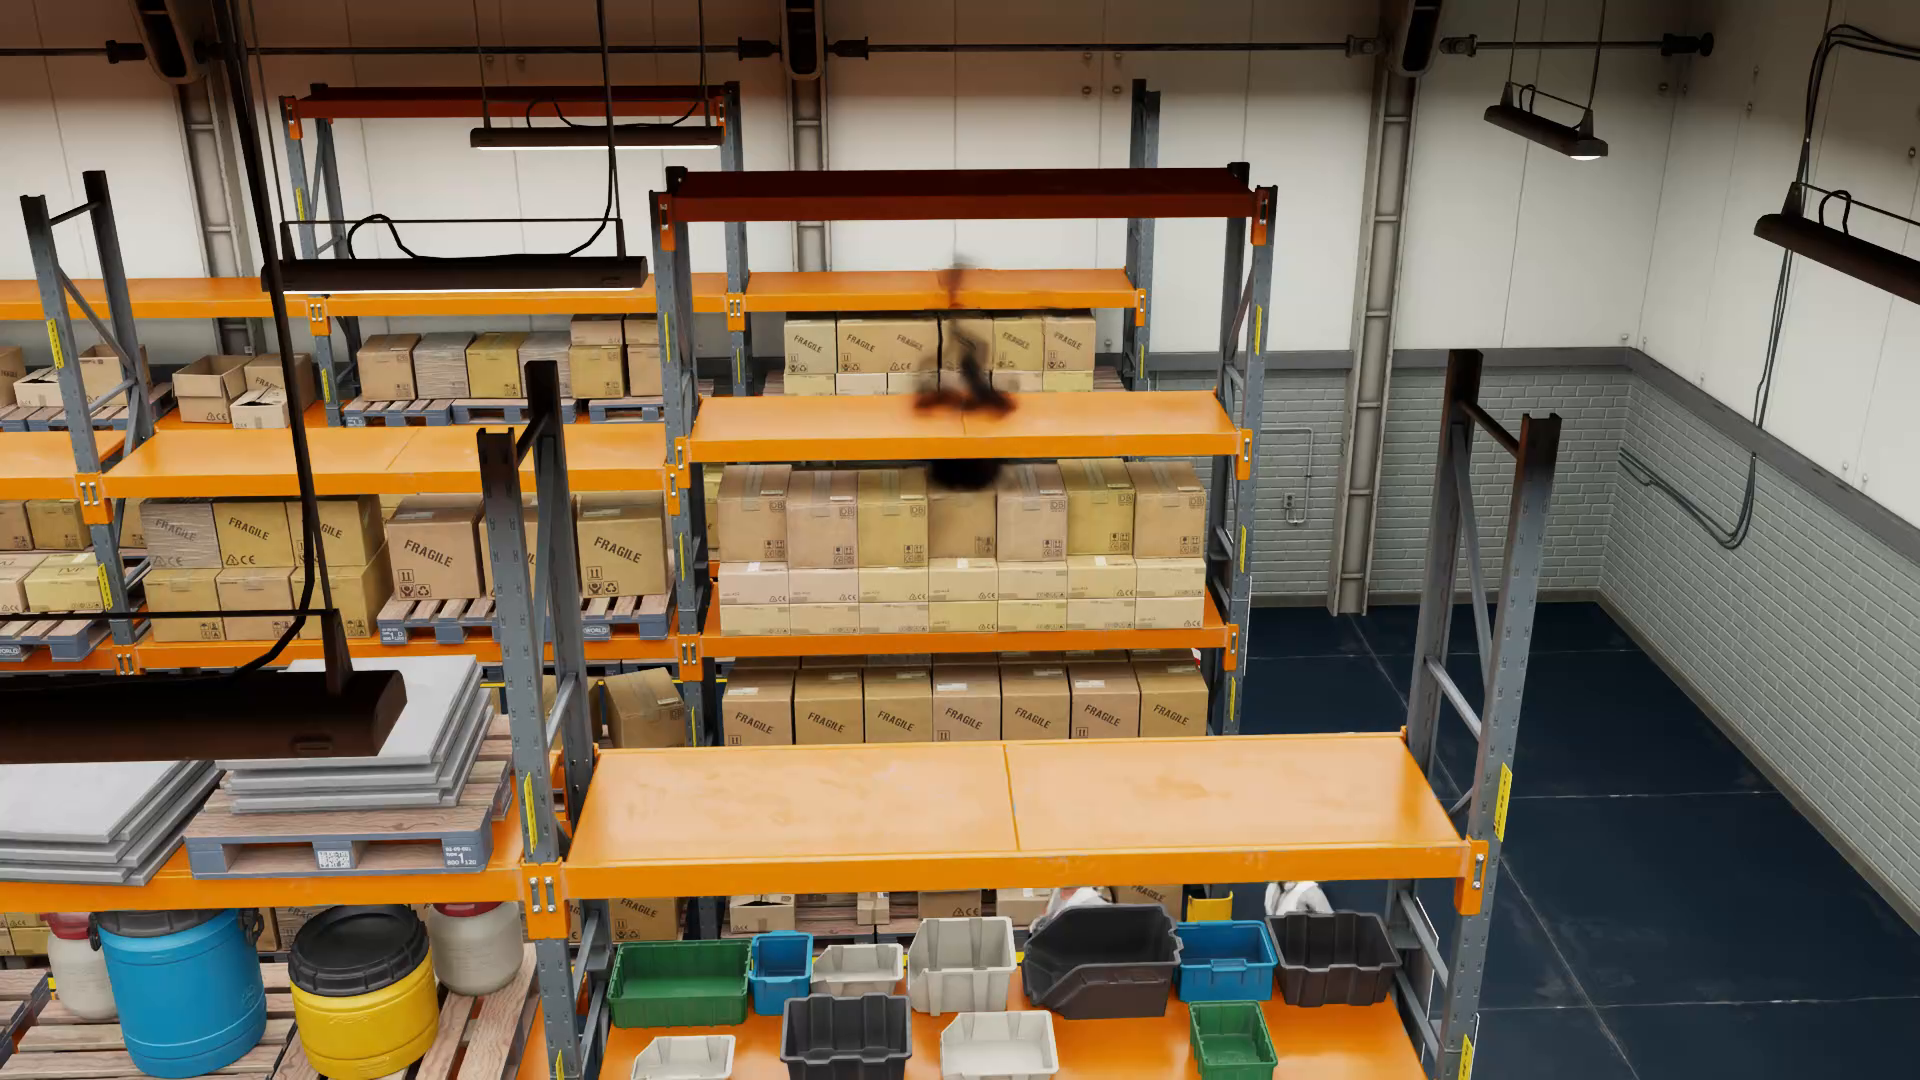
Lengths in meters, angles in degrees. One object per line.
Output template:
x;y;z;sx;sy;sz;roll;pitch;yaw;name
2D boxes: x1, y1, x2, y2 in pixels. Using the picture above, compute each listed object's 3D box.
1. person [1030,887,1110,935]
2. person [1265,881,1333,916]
0.791;2.950;11.532;0.767;1.845;0.691;-3;22;-7;person
2.419;2.897;11.808;0.534;1.648;0.785;-14;26;-31;person
